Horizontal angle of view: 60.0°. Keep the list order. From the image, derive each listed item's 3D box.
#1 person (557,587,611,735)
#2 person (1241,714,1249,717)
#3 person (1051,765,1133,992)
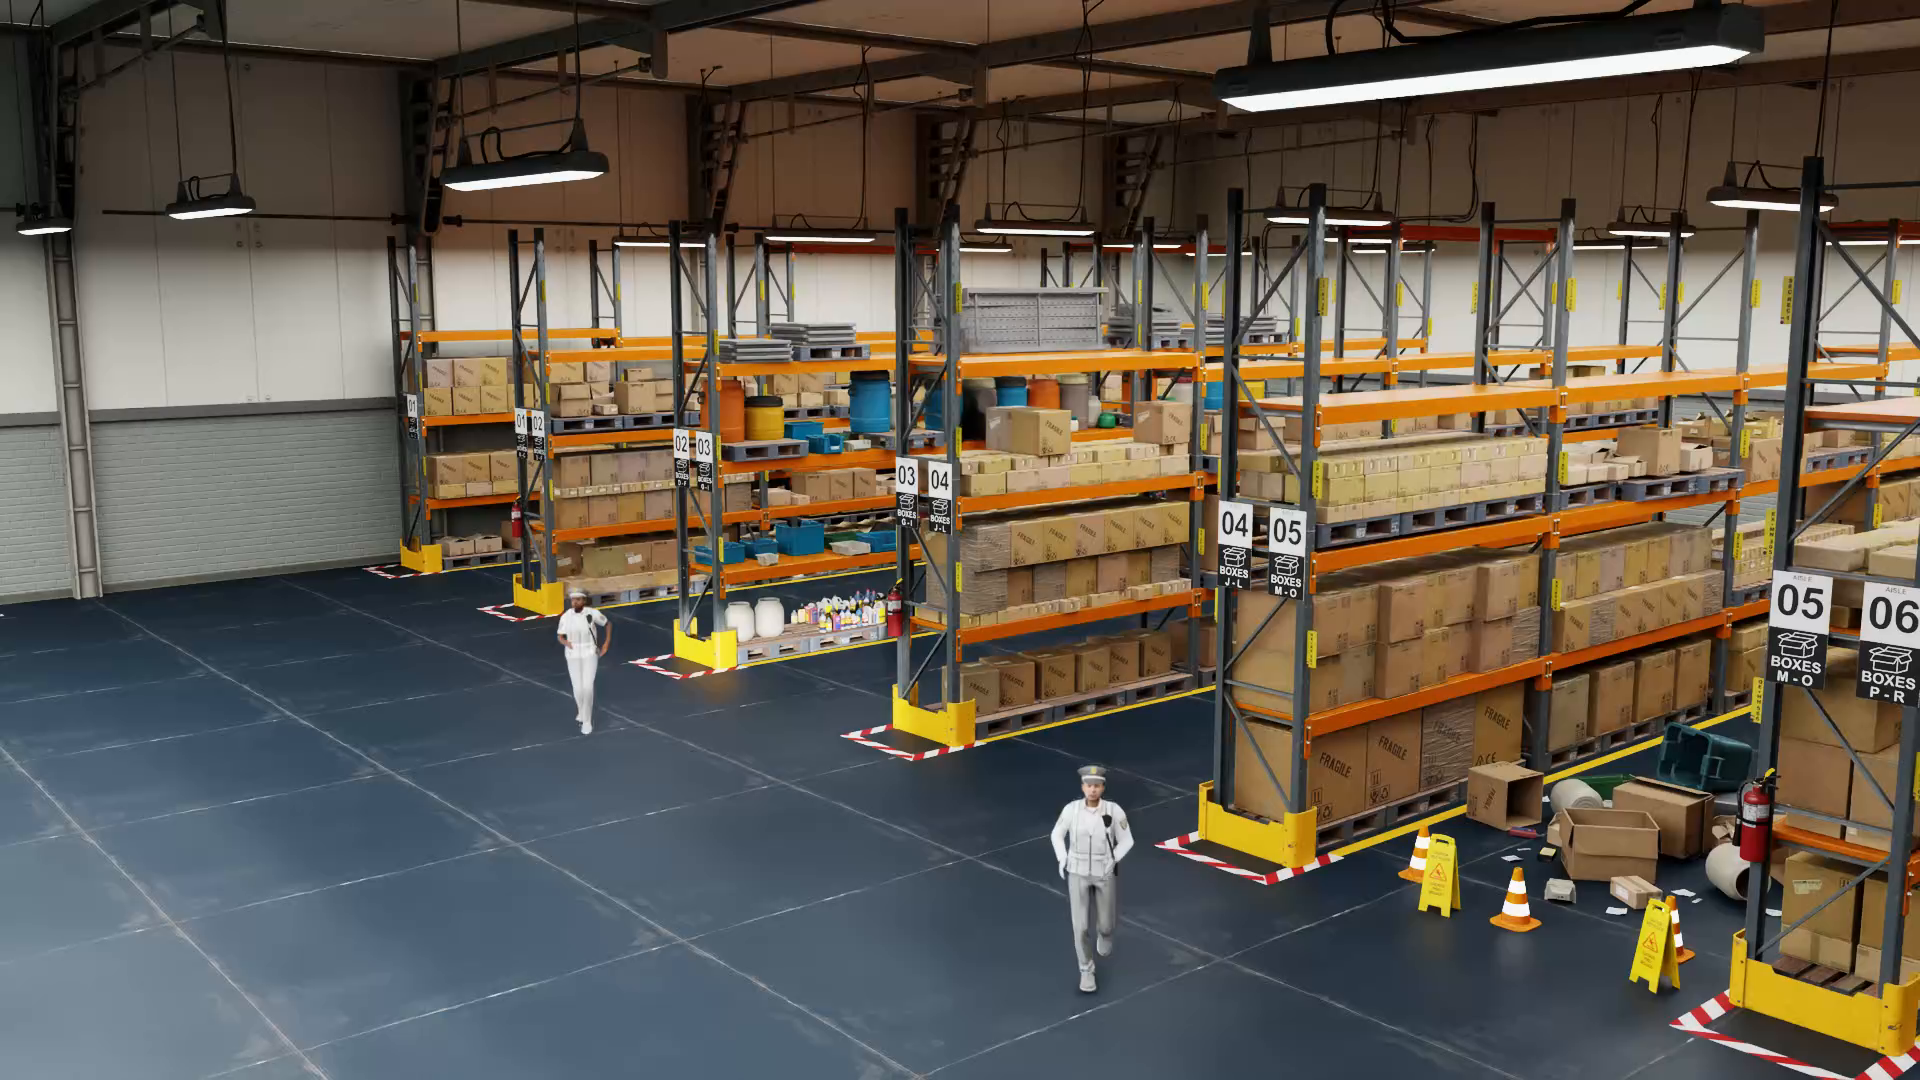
[{"bbox_3d":[-4.389,1.389,19.395,0.581,1.728,0.734,0,9,-1],"label":"person"},{"bbox_3d":[3.224,1.512,18.118,0.641,1.785,0.699,5,10,30],"label":"person"},{"bbox_3d":[0.973,2.464,12.388,0.611,1.651,0.666,1,9,7],"label":"person"}]
